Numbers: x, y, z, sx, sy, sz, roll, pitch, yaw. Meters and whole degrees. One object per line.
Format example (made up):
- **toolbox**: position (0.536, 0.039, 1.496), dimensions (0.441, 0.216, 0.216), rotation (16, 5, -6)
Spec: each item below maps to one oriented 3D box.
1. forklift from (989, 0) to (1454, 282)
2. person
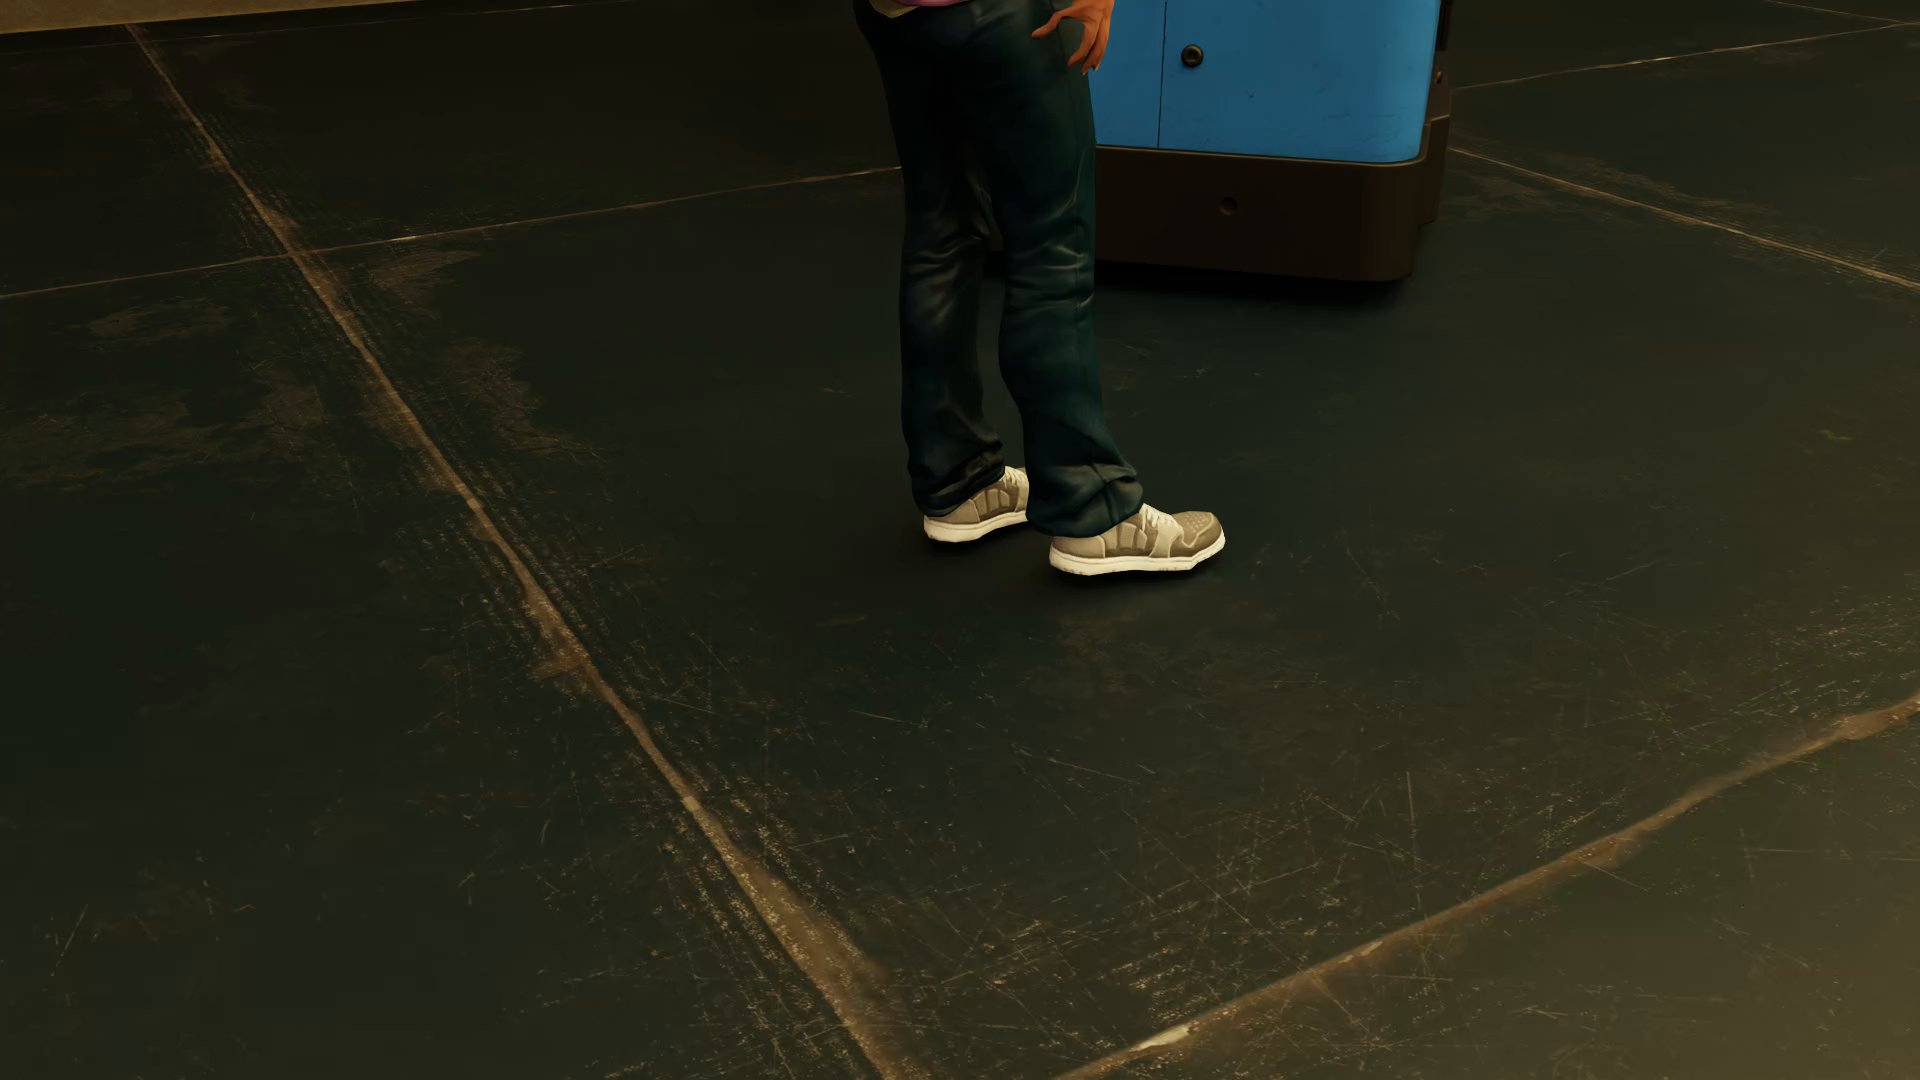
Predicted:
- **forklift**: position (0.812, -2.476, 4.141), dimensions (1.130, 2.935, 3.031), rotation (7, 28, 14)
- **person**: position (0.072, -0.724, 2.161), dimensions (0.473, 1.584, 0.521), rotation (-15, 30, -26)
